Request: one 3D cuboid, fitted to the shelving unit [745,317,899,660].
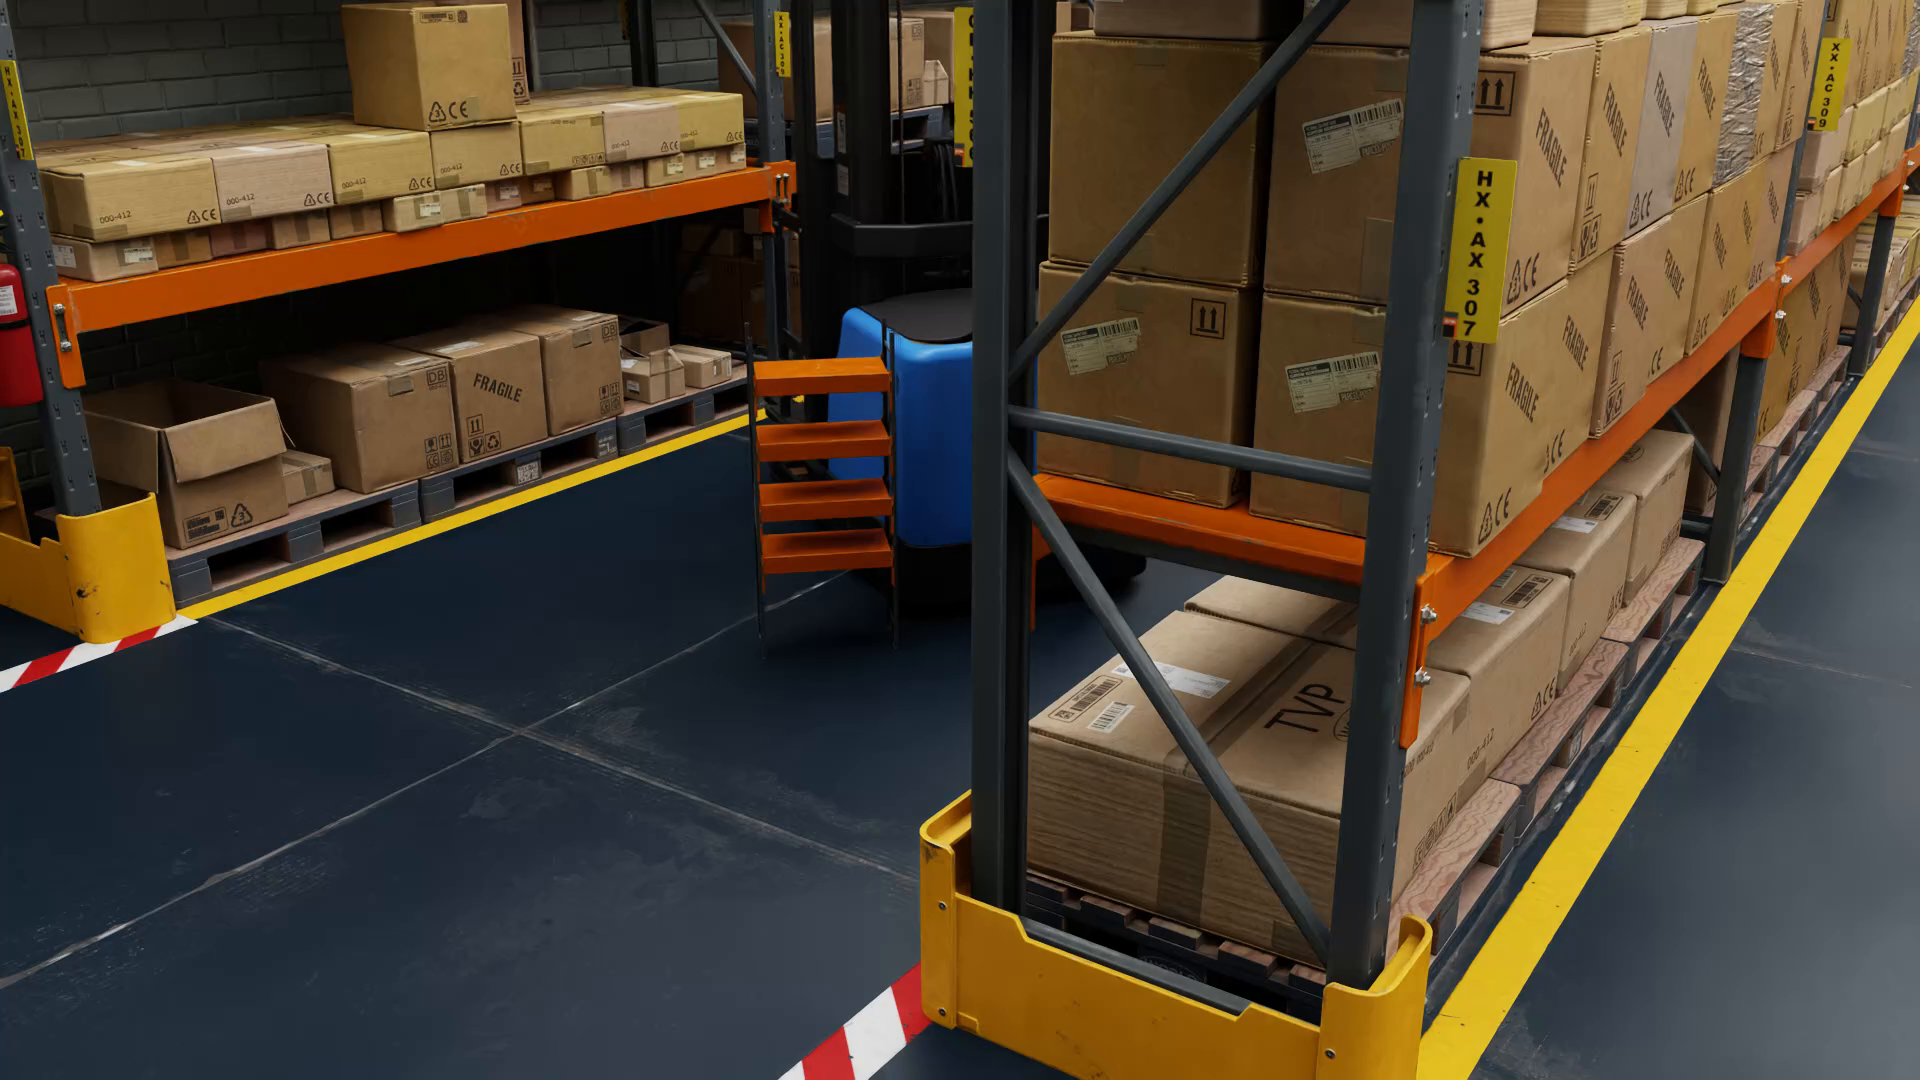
[{"bbox_3d":[-0.494,-0.180,6.022,0.503,1.200,0.258,-3,21,-9],"label":"shelving unit"}]

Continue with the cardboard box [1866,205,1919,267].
[{"bbox_3d":[6.524,-2.232,12.158,0.950,0.372,0.625,15,25,35],"label":"cardboard box"}]

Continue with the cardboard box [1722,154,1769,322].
[{"bbox_3d":[2.387,-1.045,5.623,0.500,0.500,0.500,13,24,31],"label":"cardboard box"}]

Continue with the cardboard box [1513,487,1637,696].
[{"bbox_3d":[1.776,0.091,5.784,0.875,0.438,0.875,12,24,30],"label":"cardboard box"}]

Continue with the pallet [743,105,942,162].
[{"bbox_3d":[-0.847,-2.415,9.747,1.003,0.211,1.213,13,24,32],"label":"pallet"}]

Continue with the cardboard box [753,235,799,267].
[{"bbox_3d":[-0.965,-1.677,9.538,0.380,0.149,0.250,15,25,34],"label":"cardboard box"}]

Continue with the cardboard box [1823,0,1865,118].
[{"bbox_3d":[3.206,-1.916,6.536,0.500,0.500,0.500,14,24,32],"label":"cardboard box"}]

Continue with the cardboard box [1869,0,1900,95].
[{"bbox_3d":[4.038,-2.361,7.738,0.500,0.500,0.500,13,24,31],"label":"cardboard box"}]

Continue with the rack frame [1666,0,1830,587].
[{"bbox_3d":[2.721,-1.330,6.537,1.000,3.000,0.127,13,24,32],"label":"rack frame"}]

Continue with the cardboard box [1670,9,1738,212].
[{"bbox_3d":[1.825,-1.223,4.661,0.500,0.500,0.500,13,24,32],"label":"cardboard box"}]

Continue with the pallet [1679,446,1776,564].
[{"bbox_3d":[3.092,-0.258,7.659,1.003,0.211,1.213,13,24,32],"label":"pallet"}]

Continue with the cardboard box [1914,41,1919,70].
[{"bbox_3d":[4.895,-2.794,8.910,0.500,0.500,0.500,13,24,30],"label":"cardboard box"}]

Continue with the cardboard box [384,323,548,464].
[{"bbox_3d":[-2.320,-0.701,7.834,0.500,0.500,0.500,14,24,33],"label":"cardboard box"}]

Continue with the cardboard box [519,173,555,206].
[{"bbox_3d":[-2.139,-1.679,7.843,0.380,0.149,0.250,14,24,33],"label":"cardboard box"}]

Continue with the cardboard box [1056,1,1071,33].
[{"bbox_3d":[0.443,-3.571,11.847,0.500,0.500,0.500,15,25,34],"label":"cardboard box"}]

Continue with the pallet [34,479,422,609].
[{"bbox_3d":[-3.145,-0.092,7.210,1.003,0.211,1.213,13,24,32],"label":"pallet"}]

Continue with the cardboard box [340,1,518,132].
[{"bbox_3d":[-2.314,-2.078,7.267,0.500,0.500,0.500,14,24,33],"label":"cardboard box"}]

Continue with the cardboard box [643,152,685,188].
[{"bbox_3d":[-1.612,-1.880,8.387,0.380,0.149,0.250,14,24,33],"label":"cardboard box"}]

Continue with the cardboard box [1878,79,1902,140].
[{"bbox_3d":[4.351,-2.155,8.262,0.500,0.250,0.500,13,24,30],"label":"cardboard box"}]

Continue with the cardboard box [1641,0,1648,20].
[{"bbox_3d":[1.467,-1.356,4.088,0.380,0.149,0.250,14,24,32],"label":"cardboard box"}]

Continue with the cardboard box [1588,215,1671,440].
[{"bbox_3d":[1.541,-0.604,4.430,0.500,0.500,0.500,13,24,32],"label":"cardboard box"}]

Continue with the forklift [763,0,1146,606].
[{"bbox_3d":[-0.260,-1.597,7.357,1.130,2.935,3.031,-8,22,-20],"label":"forklift"}]

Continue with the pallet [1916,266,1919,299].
[{"bbox_3d":[6.781,-2.094,12.622,1.003,0.211,1.213,13,24,32],"label":"pallet"}]

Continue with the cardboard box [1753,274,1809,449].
[{"bbox_3d":[3.504,-0.985,8.061,0.875,0.875,0.875,14,25,33],"label":"cardboard box"}]

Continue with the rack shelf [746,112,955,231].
[{"bbox_3d":[-0.262,-2.534,10.828,1.077,0.370,4.000,13,24,32],"label":"rack shelf"}]

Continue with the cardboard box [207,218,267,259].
[{"bbox_3d":[-3.000,-1.237,6.647,0.380,0.149,0.250,13,24,31],"label":"cardboard box"}]

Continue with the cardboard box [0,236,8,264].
[{"bbox_3d":[-3.671,-1.179,6.491,0.380,0.149,0.250,13,24,31],"label":"cardboard box"}]

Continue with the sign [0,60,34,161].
[{"bbox_3d":[-3.186,-1.450,5.613,0.100,0.325,0.005,13,24,32],"label":"sign"}]

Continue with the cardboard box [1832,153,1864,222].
[{"bbox_3d":[3.777,-1.627,7.557,0.500,0.250,0.500,13,24,31],"label":"cardboard box"}]

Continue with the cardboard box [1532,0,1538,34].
[{"bbox_3d":[0.989,-1.140,3.502,0.380,0.149,0.250,14,24,33],"label":"cardboard box"}]

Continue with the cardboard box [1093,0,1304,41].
[{"bbox_3d":[0.508,-1.145,3.515,0.380,0.149,0.250,14,24,33],"label":"cardboard box"}]

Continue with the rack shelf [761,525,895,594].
[{"bbox_3d":[-0.494,0.070,6.114,0.480,0.148,0.258,-3,21,-9],"label":"rack shelf"}]

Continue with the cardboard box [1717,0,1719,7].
[{"bbox_3d":[1.914,-1.572,4.670,0.380,0.149,0.250,13,24,32],"label":"cardboard box"}]

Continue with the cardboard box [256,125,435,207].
[{"bbox_3d":[-2.592,-1.587,7.019,0.500,0.250,0.500,13,24,31],"label":"cardboard box"}]

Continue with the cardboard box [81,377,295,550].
[{"bbox_3d":[-3.213,-0.333,6.833,0.797,0.503,0.637,12,24,30],"label":"cardboard box"}]

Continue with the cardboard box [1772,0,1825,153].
[{"bbox_3d":[2.684,-1.657,5.835,0.500,0.500,0.500,13,24,31],"label":"cardboard box"}]

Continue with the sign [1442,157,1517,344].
[{"bbox_3d":[0.928,-0.516,2.973,0.100,0.325,0.005,13,24,32],"label":"sign"}]

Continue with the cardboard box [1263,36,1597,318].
[{"bbox_3d":[0.977,-0.781,3.466,0.500,0.500,0.500,13,24,31],"label":"cardboard box"}]

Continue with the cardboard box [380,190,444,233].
[{"bbox_3d":[-2.458,-1.432,7.176,0.380,0.149,0.250,12,24,30],"label":"cardboard box"}]

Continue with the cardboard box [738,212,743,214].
[{"bbox_3d":[-1.145,-1.936,10.237,0.380,0.149,0.250,14,24,32],"label":"cardboard box"}]

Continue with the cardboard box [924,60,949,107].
[{"bbox_3d":[-0.288,-2.755,9.977,0.396,0.266,0.258,15,25,34],"label":"cardboard box"}]

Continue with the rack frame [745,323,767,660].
[{"bbox_3d":[-0.735,-0.166,5.983,0.015,1.200,0.240,-3,21,-9],"label":"rack frame"}]

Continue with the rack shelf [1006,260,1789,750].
[{"bbox_3d":[1.596,-0.419,5.111,1.077,0.370,4.000,13,24,32],"label":"rack shelf"}]

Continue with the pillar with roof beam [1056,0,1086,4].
[{"bbox_3d":[4.410,-5.969,10.430,9.100,9.000,0.400,13,24,32],"label":"pillar with roof beam"}]

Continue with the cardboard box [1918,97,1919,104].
[{"bbox_3d":[5.684,-2.758,10.154,0.380,0.149,0.250,12,23,28],"label":"cardboard box"}]

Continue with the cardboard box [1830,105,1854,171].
[{"bbox_3d":[3.471,-1.721,7.089,0.500,0.250,0.500,14,24,33],"label":"cardboard box"}]

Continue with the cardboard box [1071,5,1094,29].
[{"bbox_3d":[0.877,-3.929,12.483,0.380,0.149,0.250,14,25,34],"label":"cardboard box"}]

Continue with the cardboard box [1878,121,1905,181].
[{"bbox_3d":[4.625,-2.062,8.732,0.500,0.250,0.500,14,24,33],"label":"cardboard box"}]

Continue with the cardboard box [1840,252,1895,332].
[{"bbox_3d":[5.295,-1.603,10.456,0.950,0.372,0.625,11,23,28],"label":"cardboard box"}]

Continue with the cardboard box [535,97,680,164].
[{"bbox_3d":[-1.741,-2.026,8.206,0.500,0.250,0.500,13,24,32],"label":"cardboard box"}]

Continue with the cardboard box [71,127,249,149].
[{"bbox_3d":[-3.305,-1.550,6.919,0.500,0.250,0.500,13,24,32],"label":"cardboard box"}]

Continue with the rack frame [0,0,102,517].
[{"bbox_3d":[-3.635,-1.149,6.049,1.000,3.000,0.127,13,24,32],"label":"rack frame"}]

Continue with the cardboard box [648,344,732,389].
[{"bbox_3d":[-1.457,-0.940,8.986,0.380,0.149,0.250,12,24,30],"label":"cardboard box"}]

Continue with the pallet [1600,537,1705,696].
[{"bbox_3d":[2.228,0.181,6.473,1.003,0.211,1.213,13,24,32],"label":"pallet"}]
